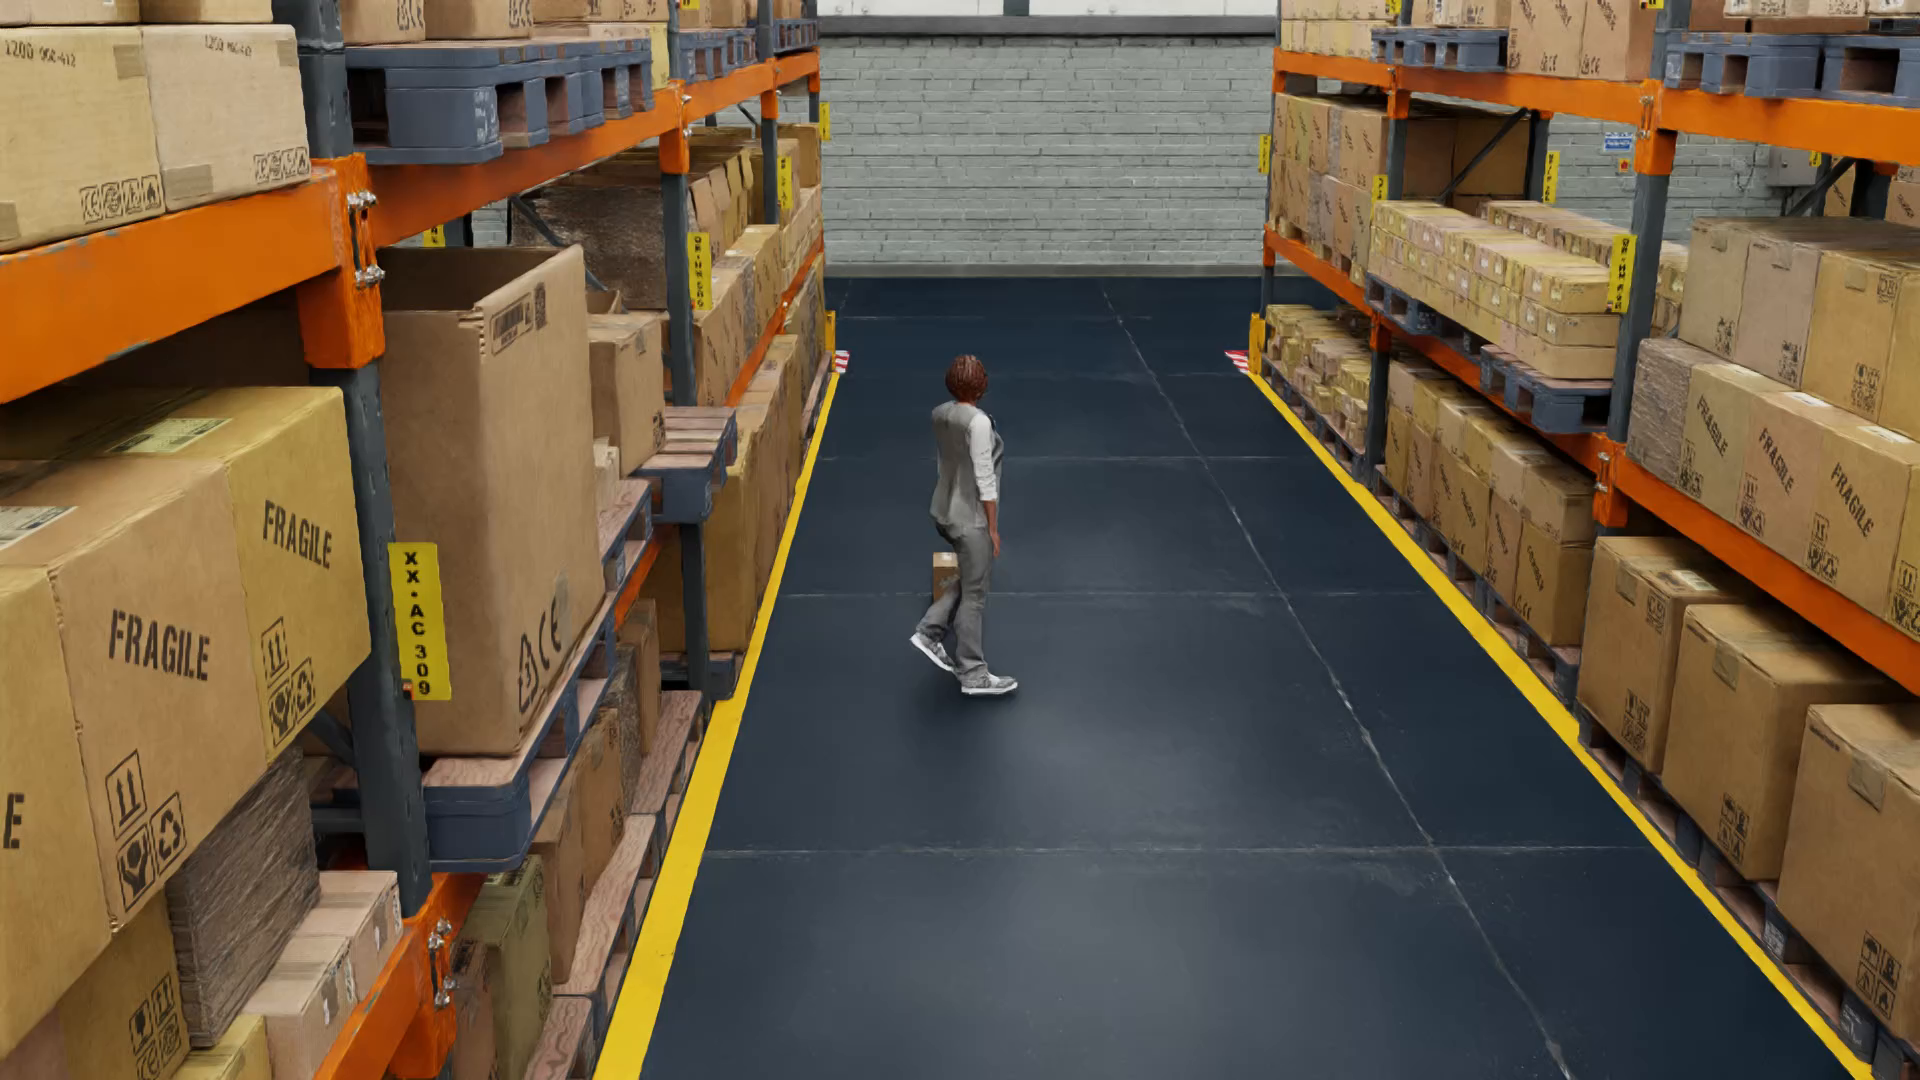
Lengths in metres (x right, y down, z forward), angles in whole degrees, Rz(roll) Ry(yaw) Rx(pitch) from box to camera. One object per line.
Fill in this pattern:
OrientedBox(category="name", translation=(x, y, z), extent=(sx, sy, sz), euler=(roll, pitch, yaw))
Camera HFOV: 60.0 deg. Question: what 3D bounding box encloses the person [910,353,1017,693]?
OrientedBox(category="person", translation=(-0.007, -0.076, 7.765), extent=(0.452, 1.584, 0.511), euler=(-9, 20, -27))
